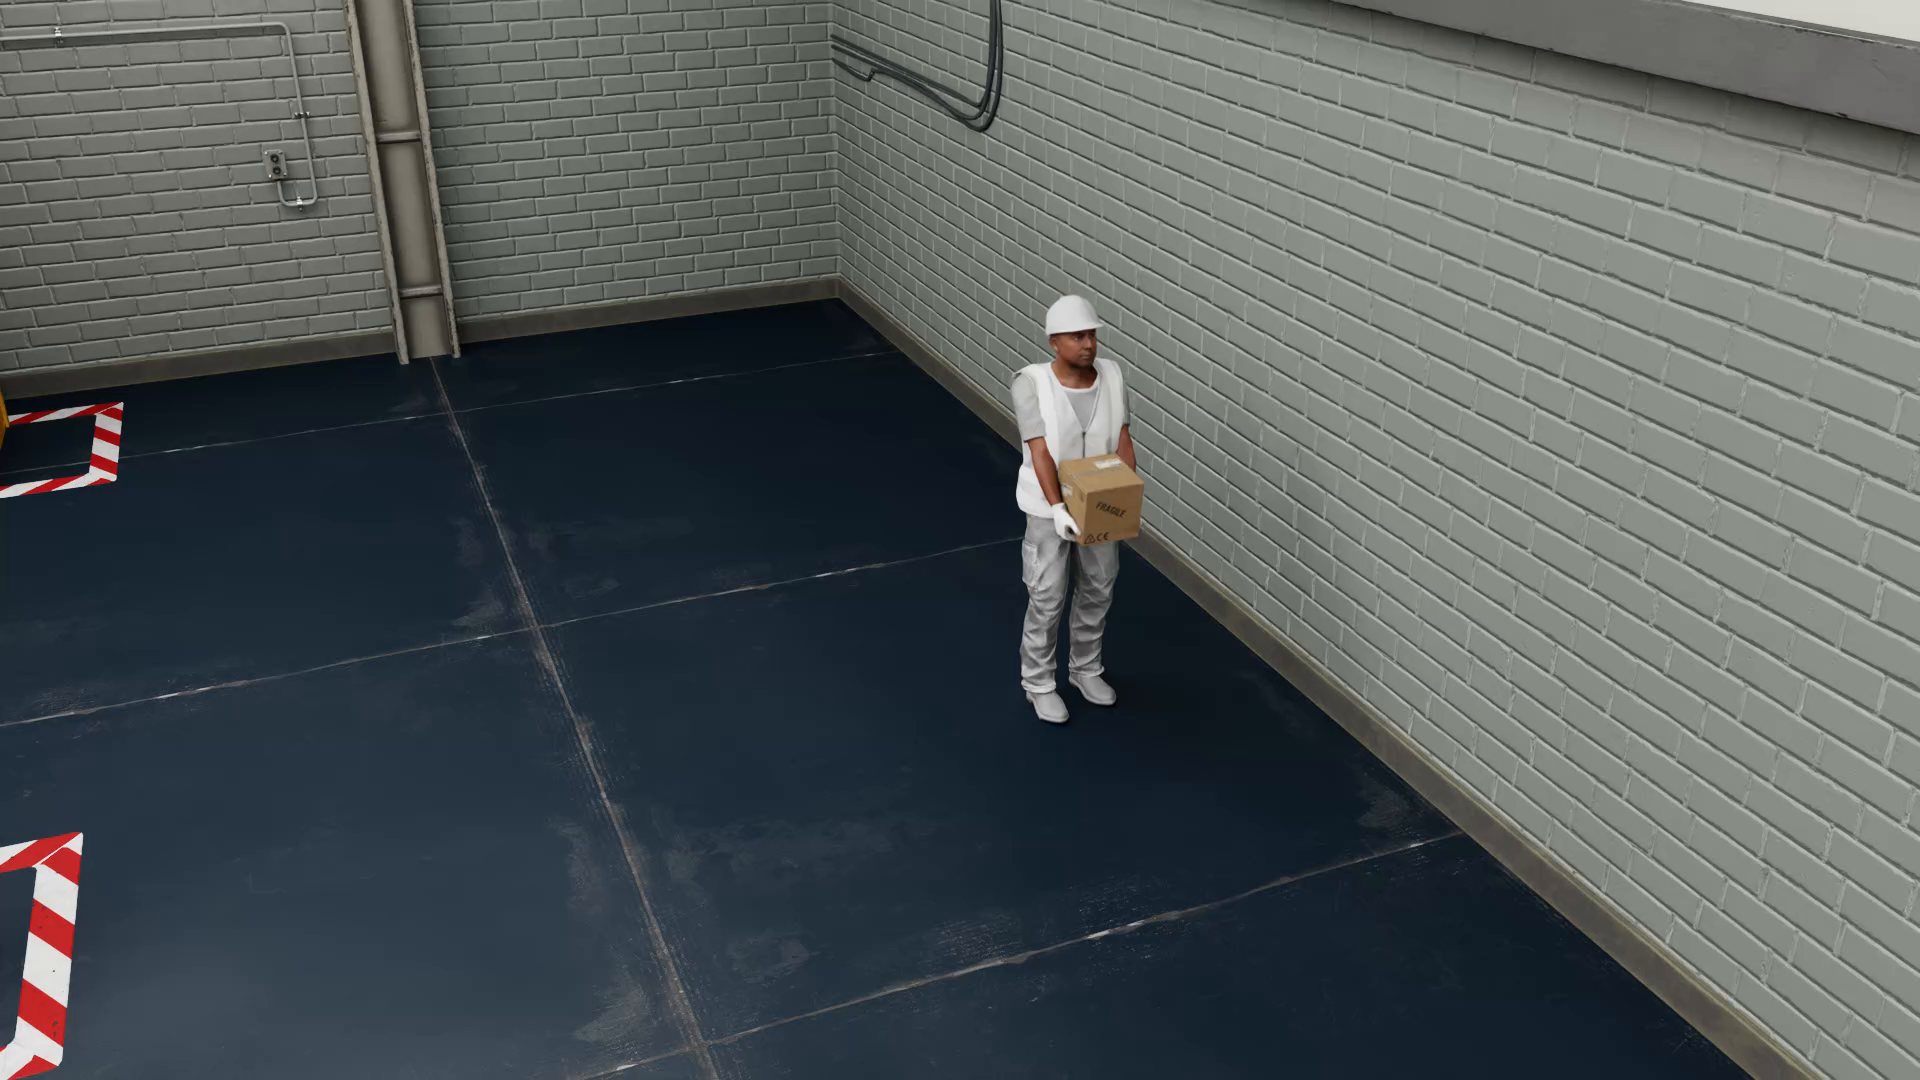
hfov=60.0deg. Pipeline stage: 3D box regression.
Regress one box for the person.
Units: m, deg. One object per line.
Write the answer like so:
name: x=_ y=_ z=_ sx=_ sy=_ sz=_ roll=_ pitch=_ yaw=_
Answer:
person: x=0.497 y=-0.093 z=6.786 sx=0.488 sy=1.778 sz=0.583 roll=-10 pitch=27 yaw=-20
